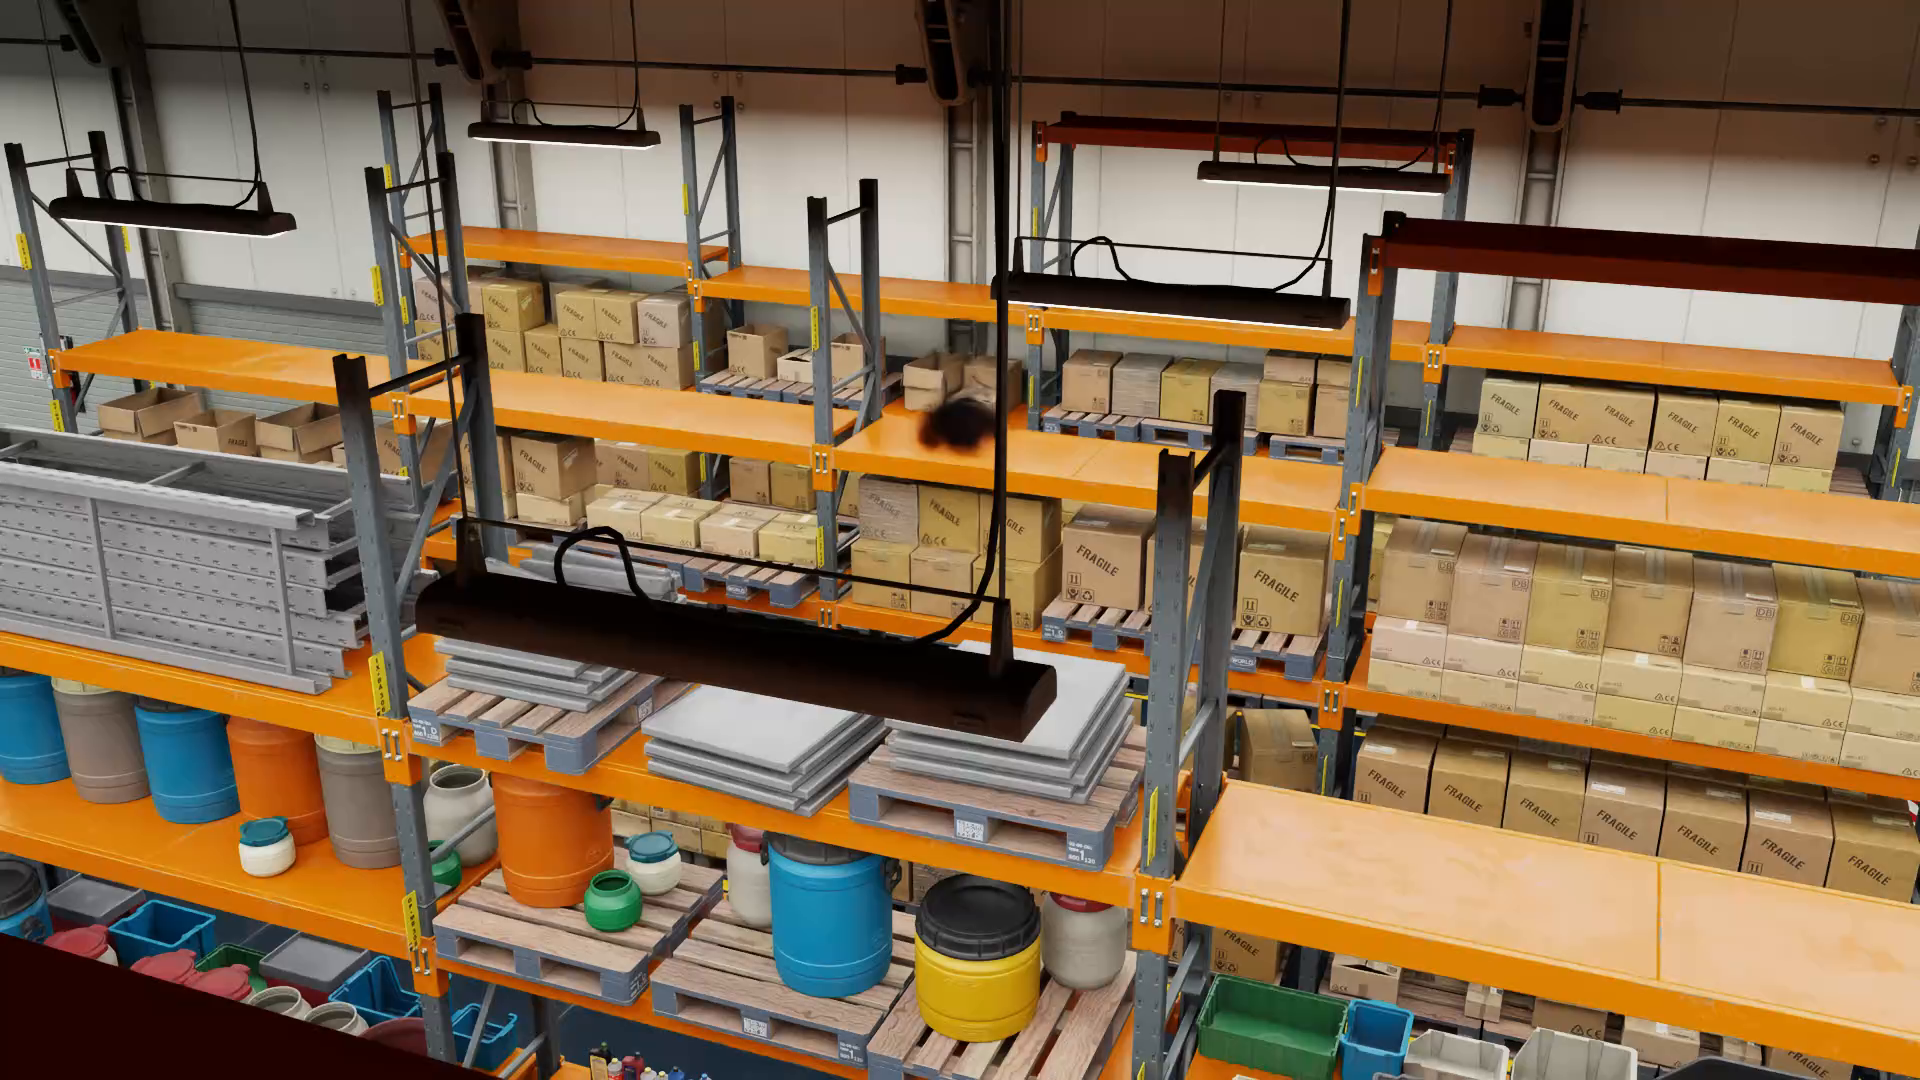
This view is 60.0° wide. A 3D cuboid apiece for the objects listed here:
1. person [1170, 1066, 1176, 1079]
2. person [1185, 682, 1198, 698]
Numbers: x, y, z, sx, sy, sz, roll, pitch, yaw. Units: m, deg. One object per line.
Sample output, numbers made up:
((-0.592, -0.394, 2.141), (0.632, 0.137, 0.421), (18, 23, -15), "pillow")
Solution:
((1.407, 3.805, 10.122), (0.711, 1.694, 0.590), (12, 24, 29), "person")
((2.291, 1.418, 16.165), (0.777, 1.766, 0.643), (8, 22, 20), "person")
